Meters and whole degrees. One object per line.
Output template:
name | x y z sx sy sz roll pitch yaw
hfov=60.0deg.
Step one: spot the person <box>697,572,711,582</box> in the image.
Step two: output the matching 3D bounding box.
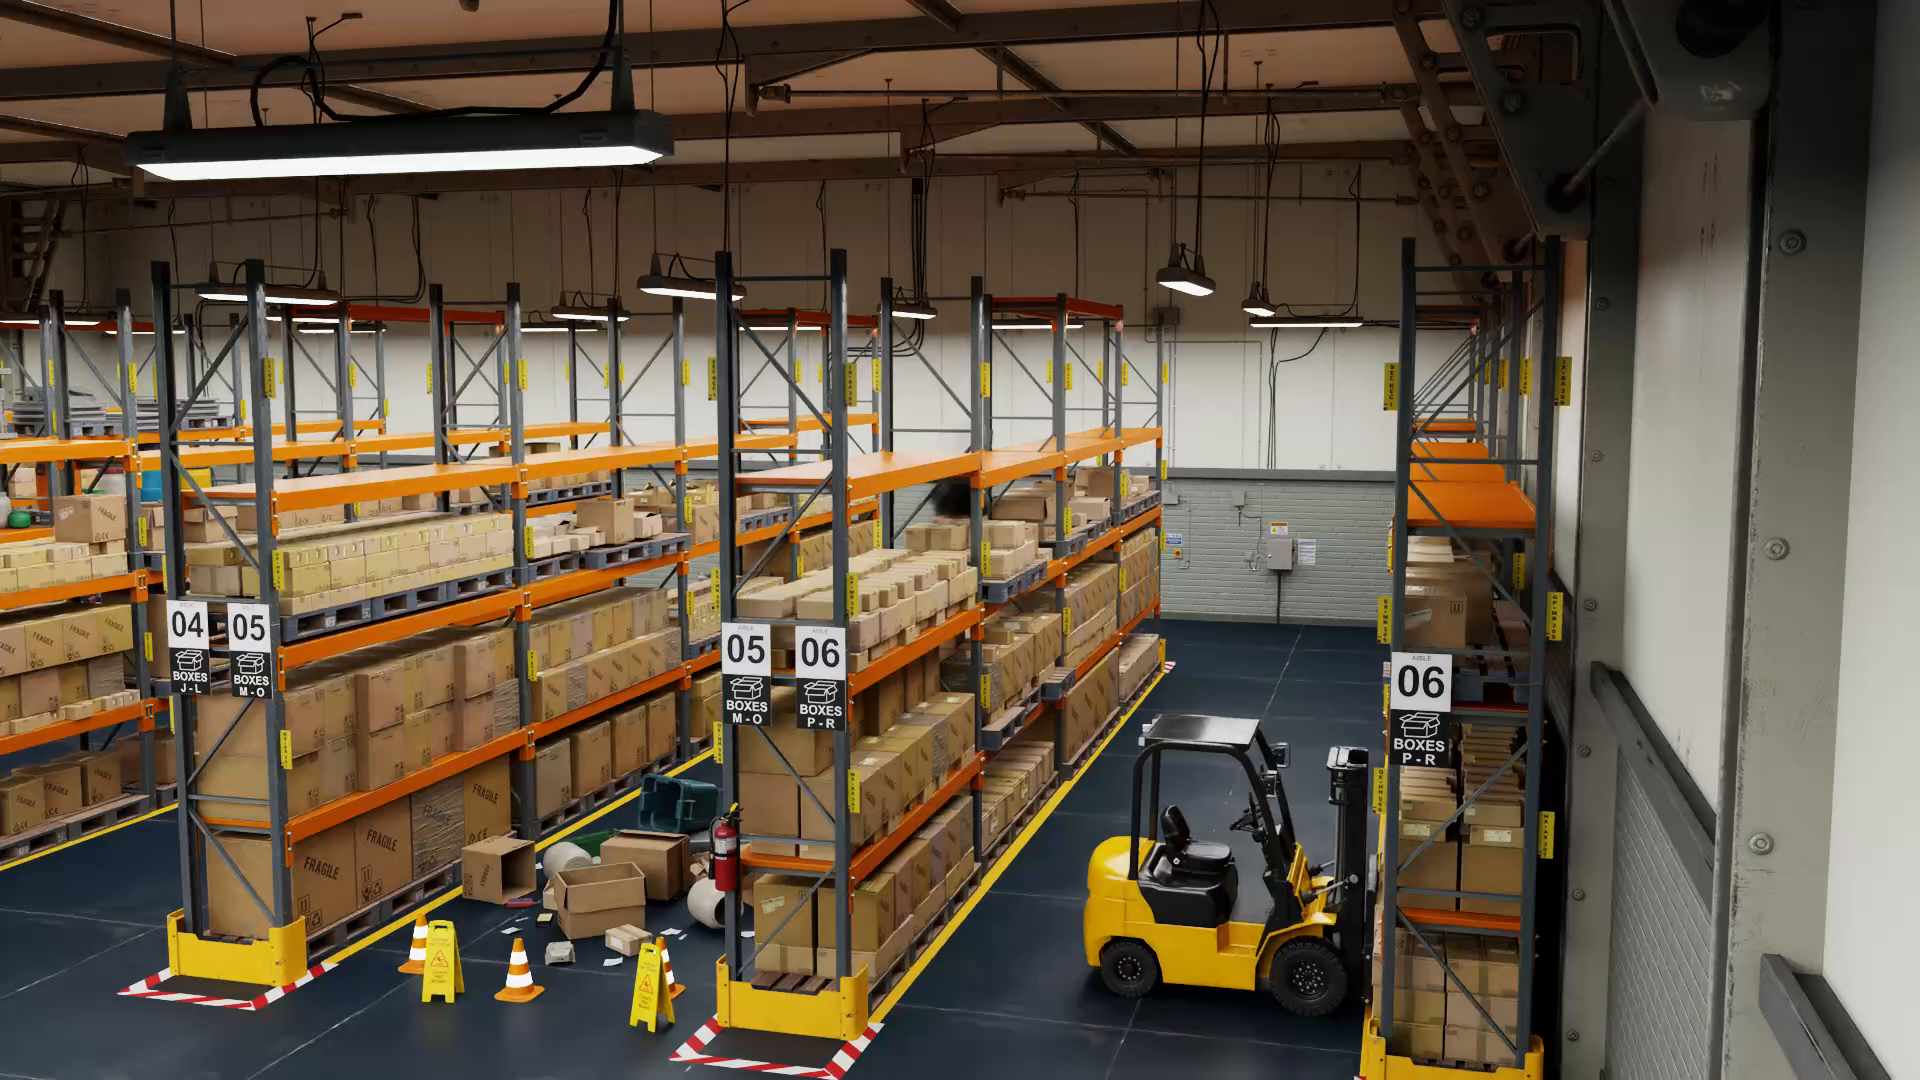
person | -4.214 1.384 27.811 0.704 1.737 0.661 3 7 24
